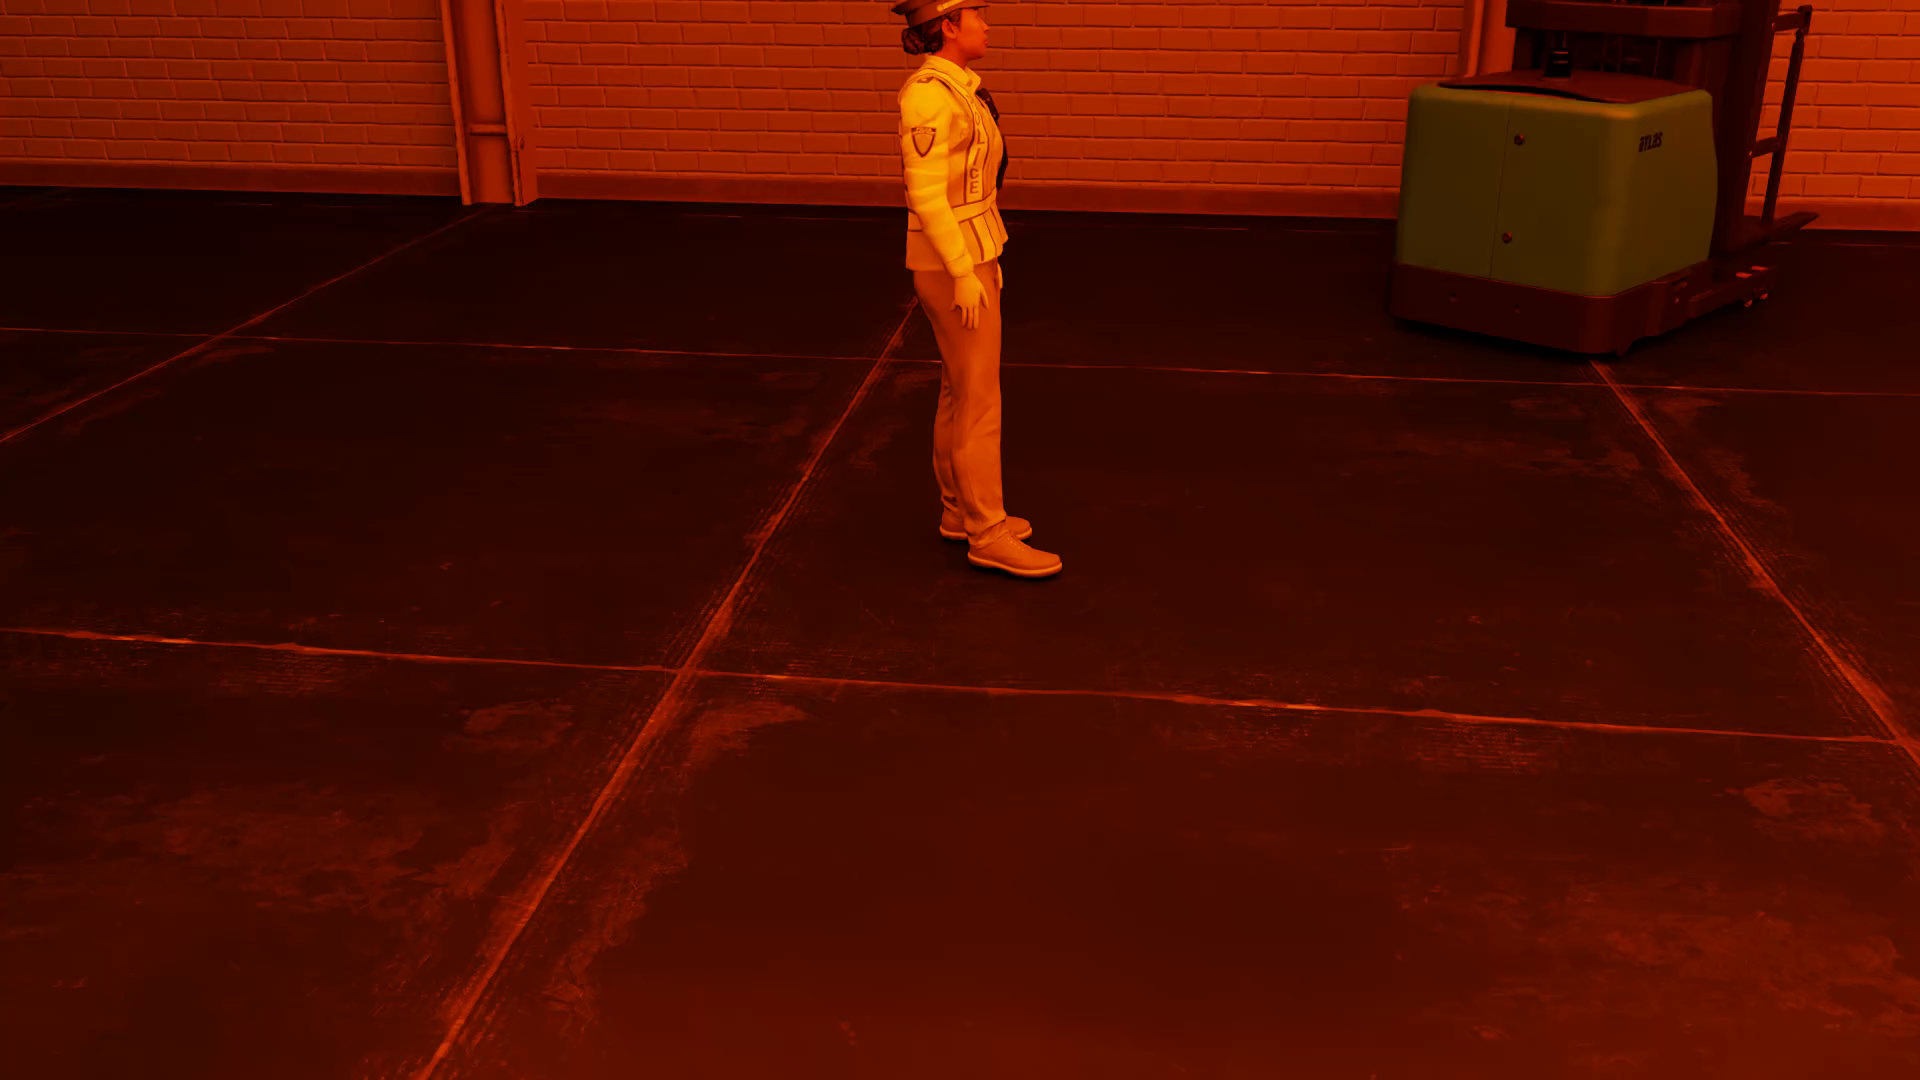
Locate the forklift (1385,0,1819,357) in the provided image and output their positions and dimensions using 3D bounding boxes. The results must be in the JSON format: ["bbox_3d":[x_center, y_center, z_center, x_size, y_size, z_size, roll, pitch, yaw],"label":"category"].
[{"bbox_3d":[3.318,-2.589,7.684,1.130,2.935,3.031,20,29,40],"label":"forklift"}]

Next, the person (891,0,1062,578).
[{"bbox_3d":[0.067,-0.787,4.844,0.531,1.695,0.587,3,22,7],"label":"person"}]
